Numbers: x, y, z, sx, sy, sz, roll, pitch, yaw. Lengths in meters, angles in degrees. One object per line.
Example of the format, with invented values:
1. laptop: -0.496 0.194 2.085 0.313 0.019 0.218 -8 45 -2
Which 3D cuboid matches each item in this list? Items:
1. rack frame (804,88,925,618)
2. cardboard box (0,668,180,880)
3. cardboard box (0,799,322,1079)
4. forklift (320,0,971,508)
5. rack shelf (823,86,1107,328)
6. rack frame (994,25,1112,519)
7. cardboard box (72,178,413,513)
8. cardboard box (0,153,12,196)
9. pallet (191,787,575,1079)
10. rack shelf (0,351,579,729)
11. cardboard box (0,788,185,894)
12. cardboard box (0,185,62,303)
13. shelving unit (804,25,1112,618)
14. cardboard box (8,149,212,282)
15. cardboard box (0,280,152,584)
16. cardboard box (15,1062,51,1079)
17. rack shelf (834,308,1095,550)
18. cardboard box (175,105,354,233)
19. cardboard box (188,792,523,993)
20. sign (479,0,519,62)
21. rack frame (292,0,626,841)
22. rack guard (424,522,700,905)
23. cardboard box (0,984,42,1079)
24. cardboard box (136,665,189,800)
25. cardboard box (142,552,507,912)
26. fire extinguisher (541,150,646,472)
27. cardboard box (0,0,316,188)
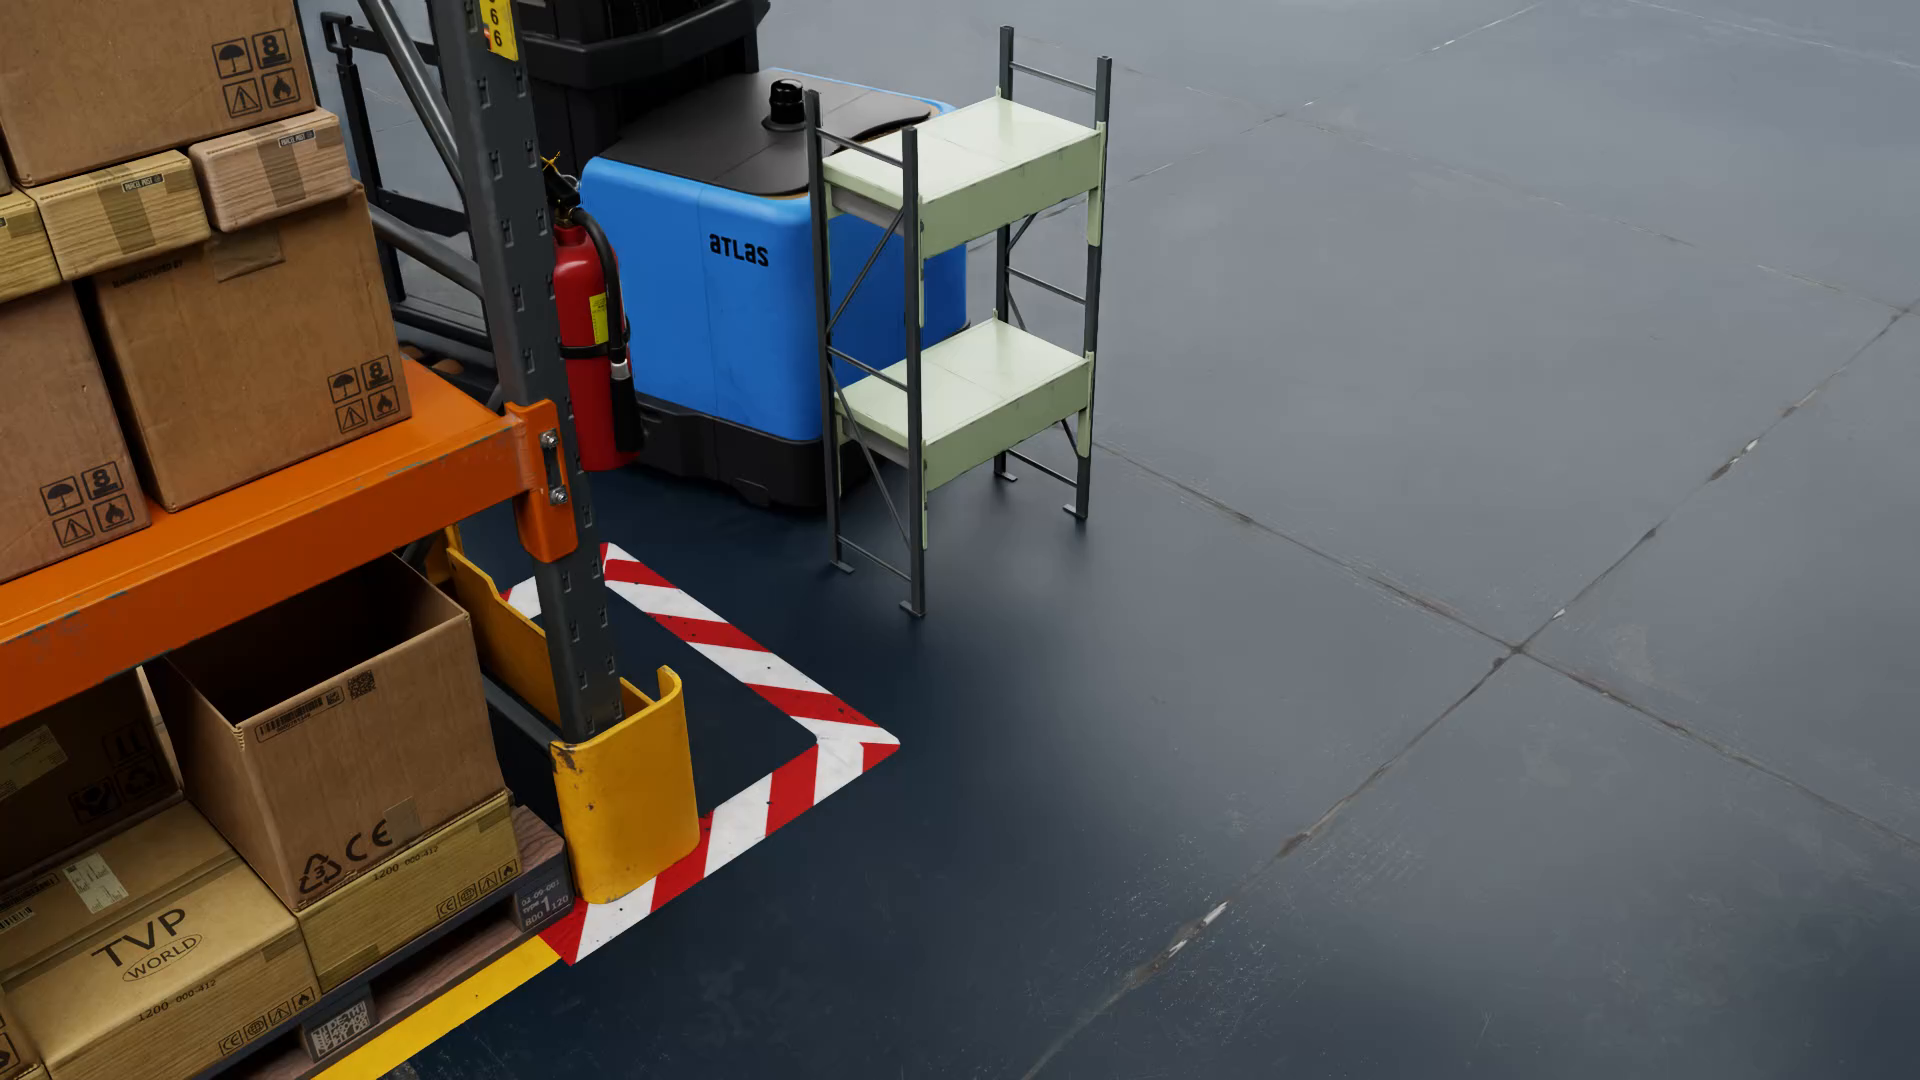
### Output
1. rack frame: -0.253 -0.469 4.612 0.400 1.500 0.023 30 45 35
2. cardboard box: -2.064 0.345 3.514 0.500 0.500 0.500 30 45 35
3. cardboard box: -1.689 0.866 3.423 0.500 0.250 0.500 30 45 35
4. forklift: -1.496 -1.918 5.438 3.031 2.935 1.130 18 39 24
5. rack shelf: 0.005 -0.938 4.602 0.431 0.370 0.720 30 45 35
6. rack frame: 0.263 -0.766 5.038 0.400 1.500 0.023 30 45 35
7. cardboard box: -1.515 -0.491 3.245 0.700 0.500 0.500 30 45 35
8. cardboard box: -1.919 -0.786 2.533 0.700 0.500 0.500 28 44 34
9. pallet: -1.686 0.837 3.866 1.003 0.211 1.213 30 45 35
10. rack shelf: -2.586 0.473 2.579 1.077 0.370 4.000 30 45 35
11. cardboard box: -2.062 0.654 3.727 0.500 0.250 0.500 30 45 35
12. cardboard box: -1.675 -0.499 2.689 0.380 0.149 0.250 29 44 35
13. shelving unit: 0.005 -0.618 4.825 0.431 1.500 0.755 30 45 35
14. cardboard box: -1.494 -0.603 2.838 0.250 0.149 0.380 -29 44 -35
15. cardboard box: -1.882 -0.276 2.936 0.500 0.500 0.700 -29 44 -35
16. cardboard box: -2.040 1.069 3.131 0.500 0.250 0.500 30 45 35
17. rack shelf: 0.005 -0.350 5.011 0.431 0.370 0.720 30 45 35
18. cardboard box: -1.311 -0.710 2.991 0.380 0.149 0.250 29 44 35
19. cardboard box: -1.345 0.658 3.721 0.500 0.250 0.500 30 45 35
20. sign: -0.802 -0.982 2.817 0.100 0.325 0.005 30 45 35
21. rack frame: -1.177 -0.634 3.538 1.000 3.000 0.127 30 45 35
22. rack guard: -1.160 0.381 4.267 1.175 0.500 0.348 30 45 35
23. cardboard box: -2.038 0.763 2.915 0.500 0.500 0.500 30 45 35
24. cardboard box: -1.713 0.449 4.020 0.500 0.250 0.500 30 45 35
25. cardboard box: -1.344 0.351 3.505 0.500 0.500 0.500 30 45 35
26. fire extinguisher: -0.764 -0.463 3.360 0.296 0.674 0.183 30 45 35
27. cardboard box: -1.552 -1.002 2.843 0.500 0.500 0.700 -30 45 -35
